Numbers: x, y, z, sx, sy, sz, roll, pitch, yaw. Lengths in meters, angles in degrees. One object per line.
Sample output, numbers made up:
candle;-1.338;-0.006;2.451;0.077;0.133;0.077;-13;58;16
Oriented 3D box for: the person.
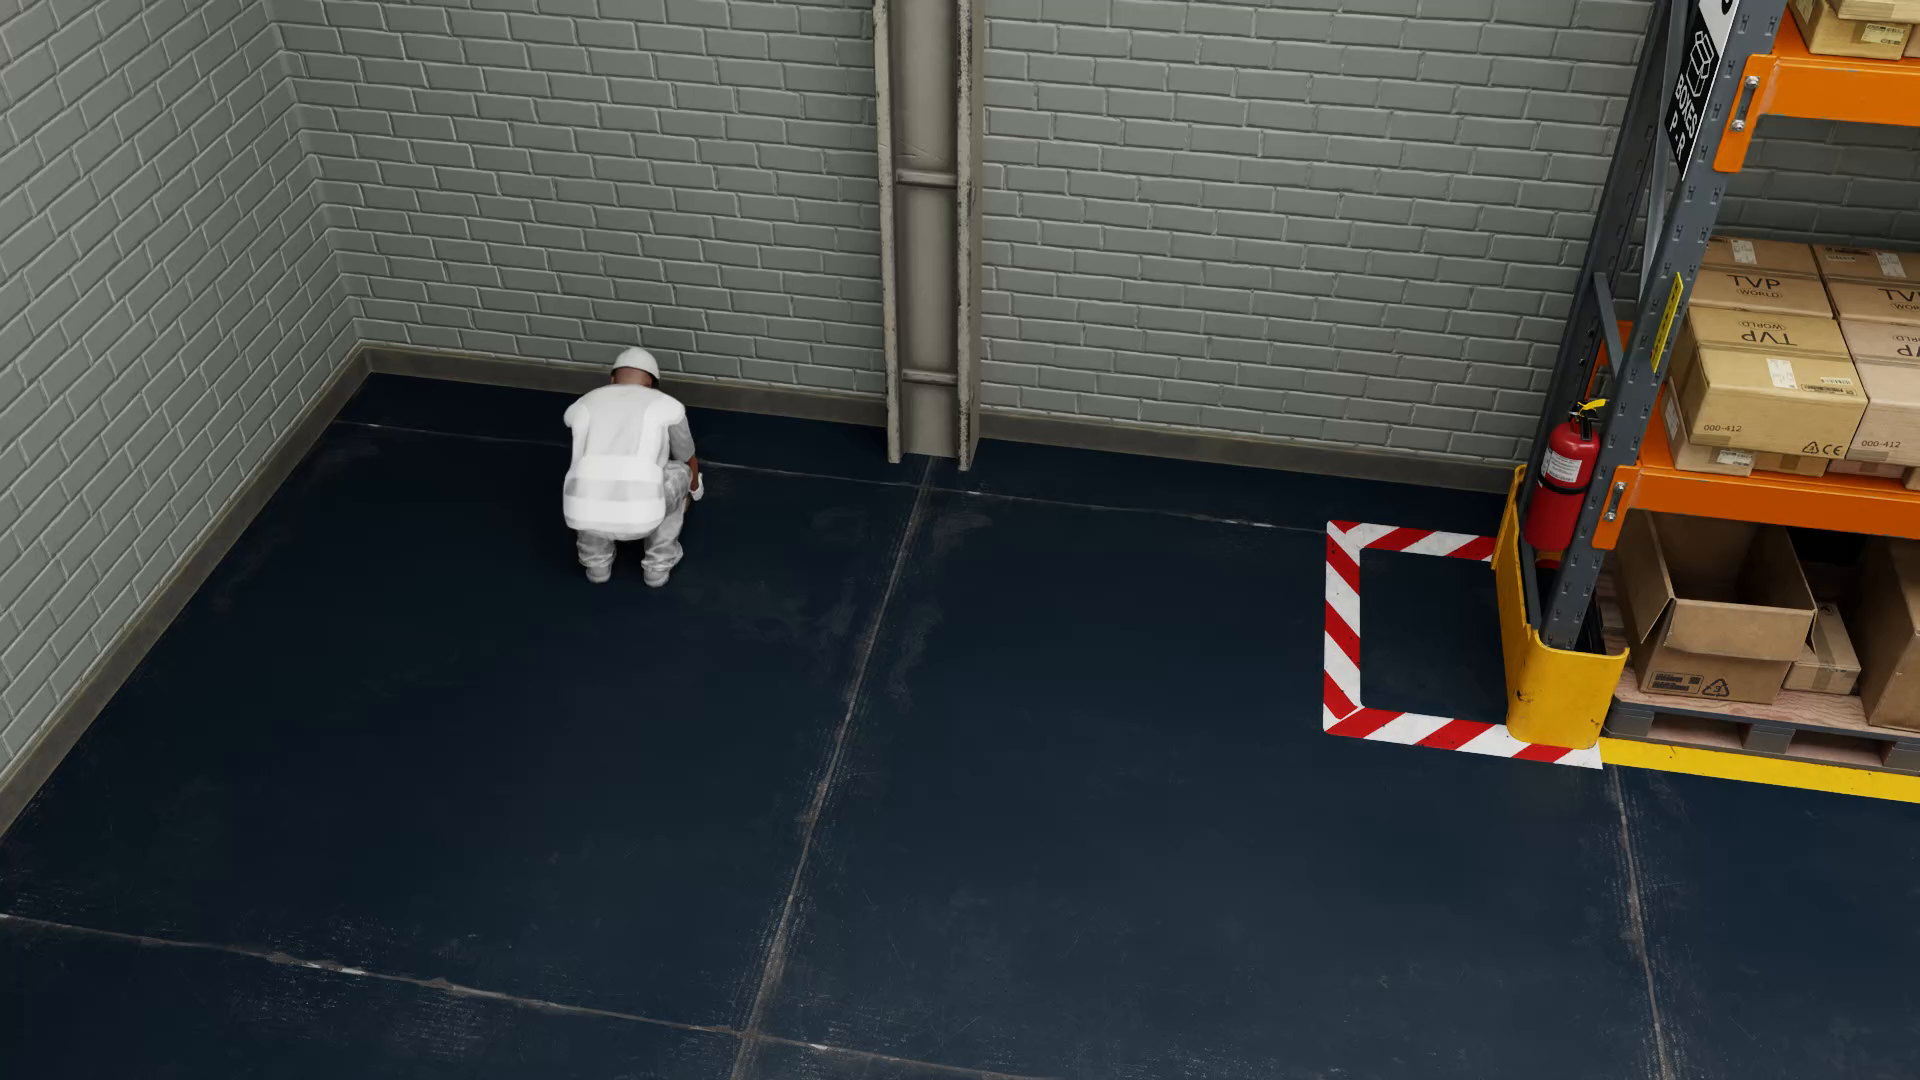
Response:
person;-1.455;-0.270;7.296;0.554;0.842;0.953;3;40;4
